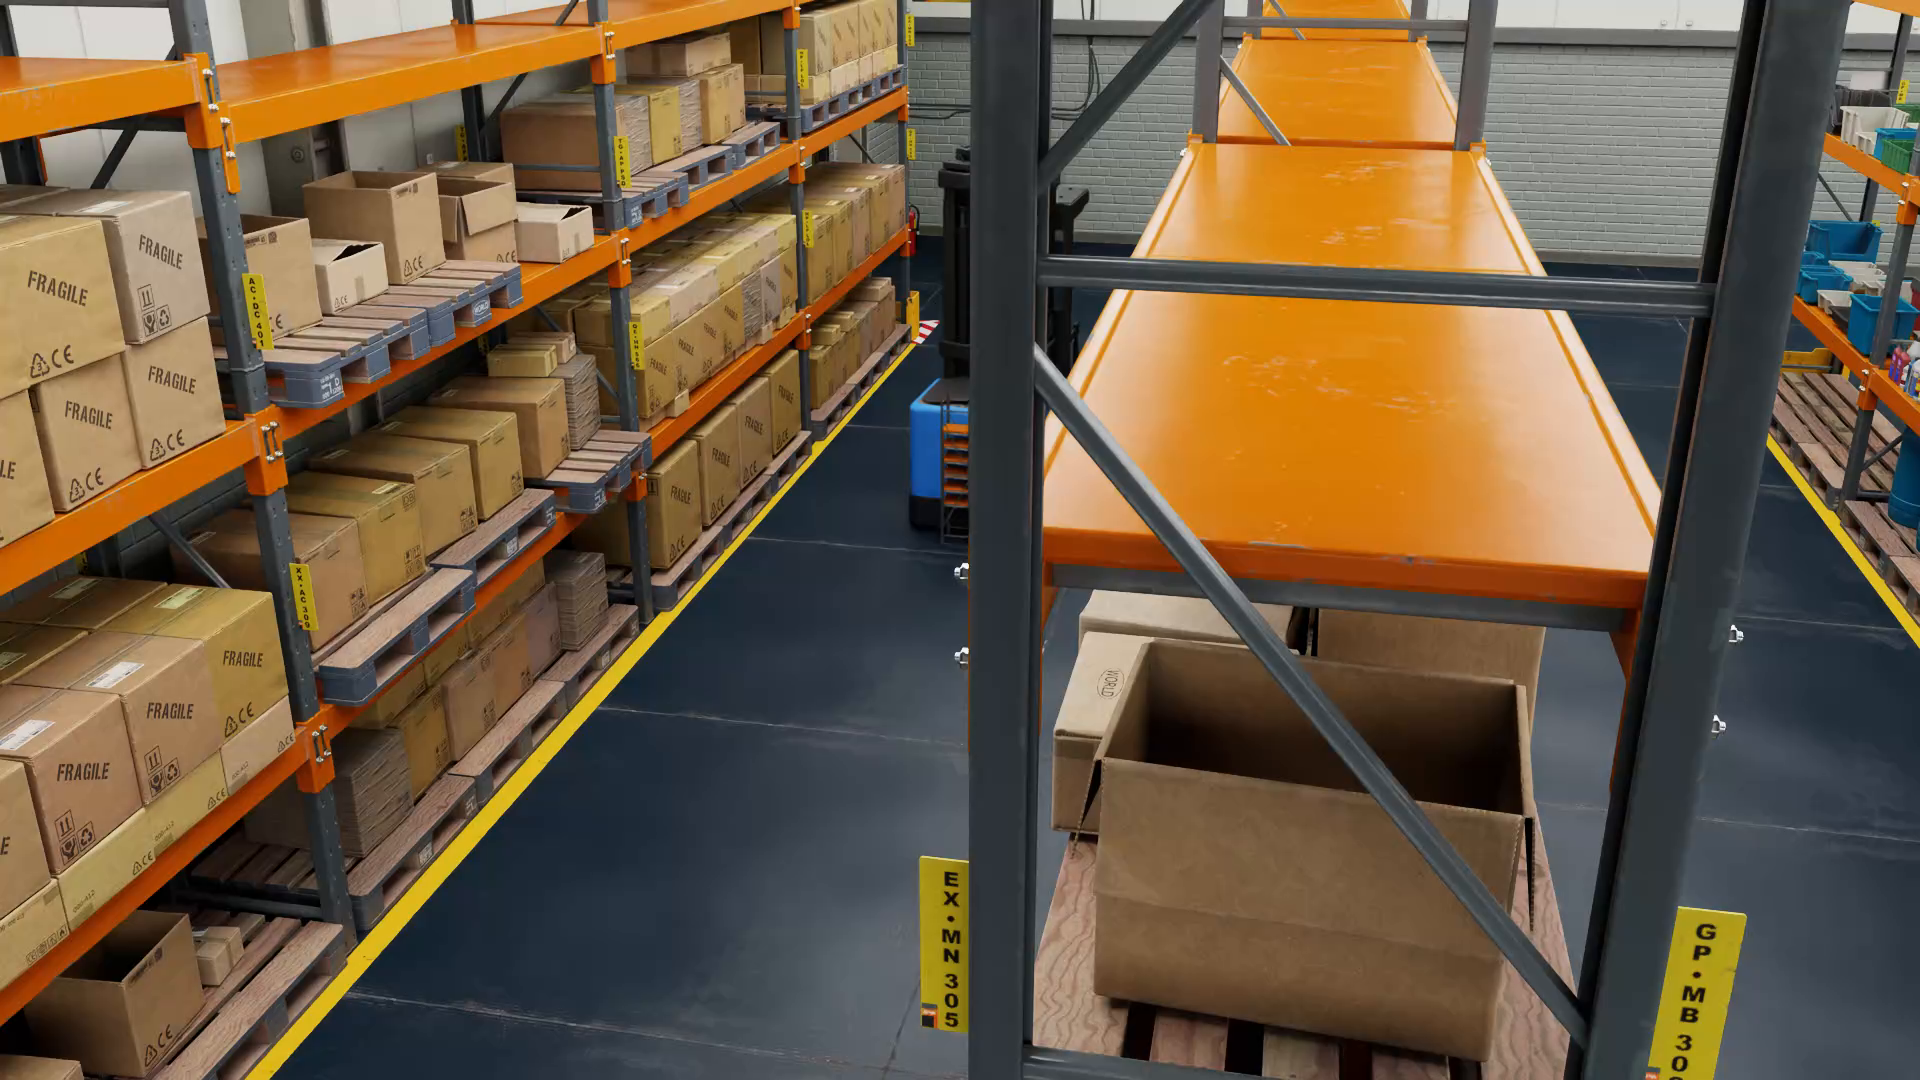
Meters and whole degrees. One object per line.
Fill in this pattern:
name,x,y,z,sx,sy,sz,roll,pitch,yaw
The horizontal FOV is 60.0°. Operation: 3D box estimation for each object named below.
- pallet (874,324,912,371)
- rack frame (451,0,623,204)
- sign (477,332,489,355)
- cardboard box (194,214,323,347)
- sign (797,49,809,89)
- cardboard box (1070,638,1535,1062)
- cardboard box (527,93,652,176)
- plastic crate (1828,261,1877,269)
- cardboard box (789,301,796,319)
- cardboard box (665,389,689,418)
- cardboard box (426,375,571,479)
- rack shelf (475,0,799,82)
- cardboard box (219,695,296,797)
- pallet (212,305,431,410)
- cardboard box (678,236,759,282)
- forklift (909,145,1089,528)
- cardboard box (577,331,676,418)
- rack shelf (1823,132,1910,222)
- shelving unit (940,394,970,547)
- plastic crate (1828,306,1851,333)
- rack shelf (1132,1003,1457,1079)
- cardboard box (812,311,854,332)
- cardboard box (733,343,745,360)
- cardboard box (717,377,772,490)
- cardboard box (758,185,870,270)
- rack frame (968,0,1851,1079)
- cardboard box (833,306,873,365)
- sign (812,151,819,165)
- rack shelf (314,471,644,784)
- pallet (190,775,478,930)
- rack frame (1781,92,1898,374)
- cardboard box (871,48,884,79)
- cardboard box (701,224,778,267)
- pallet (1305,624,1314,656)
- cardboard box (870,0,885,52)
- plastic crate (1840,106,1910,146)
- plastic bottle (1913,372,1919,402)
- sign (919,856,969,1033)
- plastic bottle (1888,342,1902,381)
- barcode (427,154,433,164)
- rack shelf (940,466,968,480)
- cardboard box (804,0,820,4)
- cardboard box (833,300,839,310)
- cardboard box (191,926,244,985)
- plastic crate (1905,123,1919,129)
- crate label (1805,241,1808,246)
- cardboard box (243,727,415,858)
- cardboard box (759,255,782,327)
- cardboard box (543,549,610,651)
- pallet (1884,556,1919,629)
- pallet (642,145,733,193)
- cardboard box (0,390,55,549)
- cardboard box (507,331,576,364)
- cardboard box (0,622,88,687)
pallet,-1.158,-2.173,18.498,1.003,0.211,1.213,4,22,11
rack frame,-2.704,-3.622,10.332,1.000,3.000,0.127,4,22,11
sign,-3.248,-1.418,11.339,0.100,0.325,0.005,4,22,11
cardboard box,-3.330,-1.203,7.645,0.500,0.500,0.500,8,23,19
sign,-1.354,-4.042,14.276,0.100,0.325,0.005,4,22,11
cardboard box,0.636,0.554,3.091,0.797,0.503,0.637,6,23,15
cardboard box,-2.604,-2.861,11.734,0.700,0.500,0.500,3,22,8
plastic crate,8.638,-2.603,16.106,0.396,0.136,0.243,4,22,11
cardboard box,-1.679,-2.050,14.768,0.380,0.149,0.250,5,22,11
cardboard box,-2.213,-1.017,12.204,0.380,0.149,0.250,5,23,13
cardboard box,-2.877,-0.711,10.411,0.700,0.500,0.500,2,22,6
rack shelf,-2.296,-3.834,12.358,1.077,0.370,4.000,4,22,11
cardboard box,-3.320,0.880,7.358,0.500,0.250,0.500,5,22,11
pallet,-3.290,-0.899,7.836,1.213,0.211,1.003,4,22,11
cardboard box,-1.950,-2.281,13.469,0.500,0.250,0.500,5,22,12
forklift,0.461,-1.923,14.236,1.130,2.935,3.031,6,23,14
cardboard box,-2.354,-1.191,11.768,0.500,0.500,0.500,5,22,13
rack shelf,8.219,-3.336,14.600,1.077,0.370,4.000,4,22,11
shelving unit,-0.010,-0.543,13.126,0.258,1.200,0.189,6,23,14
plastic crate,7.777,-1.877,14.318,0.437,0.125,0.590,4,22,11
rack shelf,0.922,0.673,4.644,1.077,0.370,4.000,4,22,11
cardboard box,-1.280,-2.206,16.763,0.380,0.149,0.250,4,22,9
cardboard box,-1.981,-1.589,13.623,0.380,0.149,0.250,4,22,9
cardboard box,-2.071,-0.927,13.986,0.750,0.750,0.750,5,23,13
cardboard box,-1.468,-3.172,16.843,0.980,0.700,0.700,3,22,8
rack frame,0.511,-0.320,2.134,0.949,2.616,0.053,4,22,11
cardboard box,-1.320,-2.170,17.540,0.700,0.500,0.500,4,22,9
sign,-1.613,-4.248,18.652,0.100,0.325,0.005,4,22,11
rack shelf,-3.112,0.226,9.771,1.077,0.370,4.000,4,22,11
pallet,-3.362,1.632,9.049,1.003,0.211,1.213,4,22,11
rack frame,8.627,-3.010,16.843,1.000,3.000,0.127,4,22,11
cardboard box,-1.066,-4.850,16.900,0.500,0.250,0.500,4,22,9
cardboard box,-1.846,-2.467,13.932,0.500,0.250,0.500,5,22,12
pallet,0.931,0.408,4.459,1.003,0.211,1.213,4,22,11
cardboard box,-1.066,-5.205,16.780,0.500,0.500,0.500,5,23,13
plastic crate,7.873,-3.559,14.350,0.437,0.282,0.530,4,22,11
plastic bottle,7.219,-1.173,12.454,0.097,0.271,0.097,0,22,0
sign,-0.014,0.651,2.659,0.100,0.325,0.005,4,22,11
plastic bottle,7.319,-1.391,12.980,0.061,0.283,0.133,4,22,11
barcode,-3.357,-2.410,10.534,0.001,0.075,0.075,4,22,11
rack shelf,-0.010,-0.502,13.143,0.258,0.103,0.180,6,23,14
cardboard box,-1.674,-5.050,16.394,0.500,0.500,0.500,4,22,11
cardboard box,-1.492,-2.529,17.563,0.380,0.149,0.250,5,22,12
cardboard box,-3.600,1.932,7.776,0.380,0.166,0.250,2,22,4
plastic crate,8.449,-3.504,14.408,0.437,0.136,0.530,4,22,11
crate label,8.255,-2.895,16.701,0.416,0.233,0.303,4,22,11
cardboard box,-3.386,1.308,8.877,0.700,0.500,0.500,5,23,13
cardboard box,-1.829,-2.121,14.075,0.500,0.500,0.500,5,22,11
cardboard box,-2.799,0.383,11.174,0.700,0.500,0.500,5,22,12
pallet,7.366,0.473,11.927,1.003,0.211,1.213,4,22,11
pallet,-2.399,-2.792,12.539,1.003,0.211,1.213,6,23,13
cardboard box,-3.573,-0.231,5.765,0.500,0.500,0.500,4,22,9
cardboard box,-2.745,-1.262,10.912,0.380,0.149,0.250,2,22,4
cardboard box,-3.929,0.681,6.849,0.500,0.500,0.500,4,22,11
